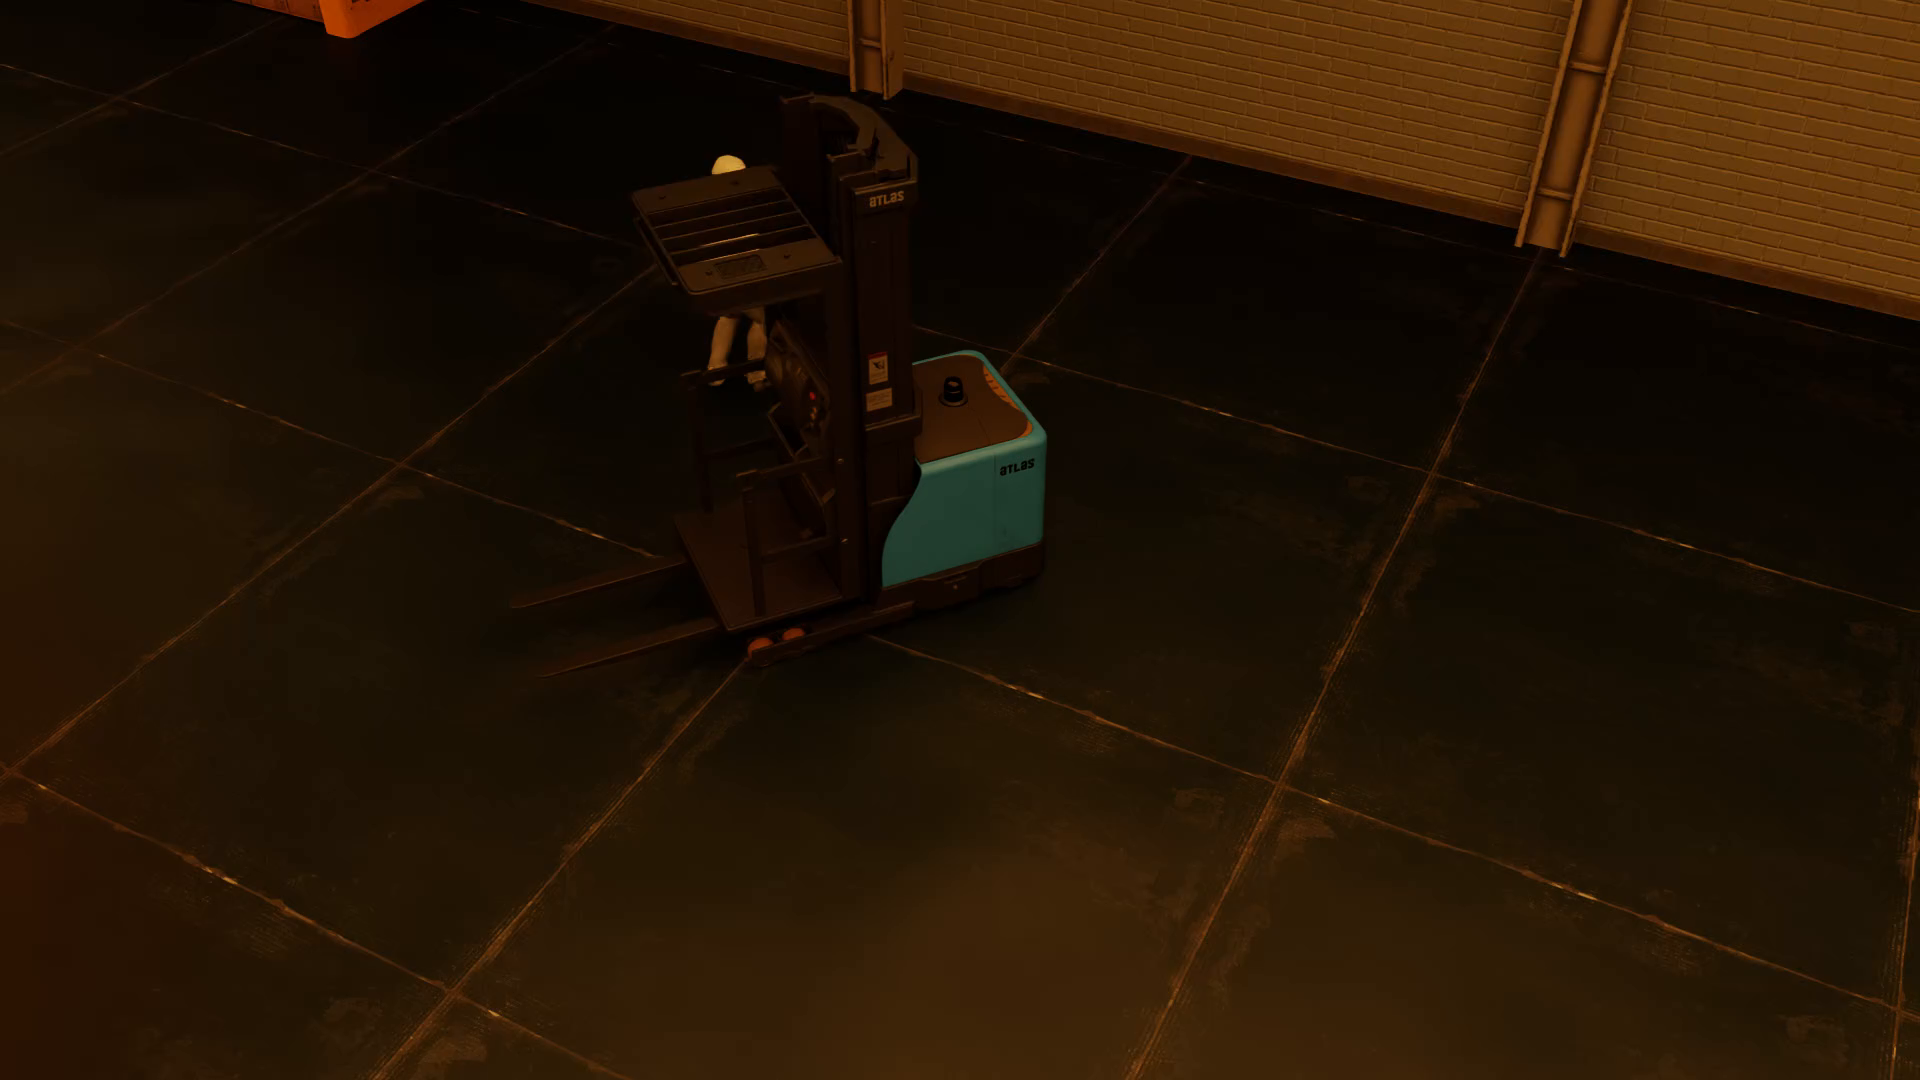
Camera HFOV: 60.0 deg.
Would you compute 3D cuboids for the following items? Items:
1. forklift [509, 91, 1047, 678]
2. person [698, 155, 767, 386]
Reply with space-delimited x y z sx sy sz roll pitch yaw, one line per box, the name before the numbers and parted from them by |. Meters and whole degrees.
forklift | -1.059 -0.794 8.929 3.031 2.935 1.130 -16 43 -18
person | -1.446 -1.780 11.096 0.832 1.680 0.707 24 46 25
